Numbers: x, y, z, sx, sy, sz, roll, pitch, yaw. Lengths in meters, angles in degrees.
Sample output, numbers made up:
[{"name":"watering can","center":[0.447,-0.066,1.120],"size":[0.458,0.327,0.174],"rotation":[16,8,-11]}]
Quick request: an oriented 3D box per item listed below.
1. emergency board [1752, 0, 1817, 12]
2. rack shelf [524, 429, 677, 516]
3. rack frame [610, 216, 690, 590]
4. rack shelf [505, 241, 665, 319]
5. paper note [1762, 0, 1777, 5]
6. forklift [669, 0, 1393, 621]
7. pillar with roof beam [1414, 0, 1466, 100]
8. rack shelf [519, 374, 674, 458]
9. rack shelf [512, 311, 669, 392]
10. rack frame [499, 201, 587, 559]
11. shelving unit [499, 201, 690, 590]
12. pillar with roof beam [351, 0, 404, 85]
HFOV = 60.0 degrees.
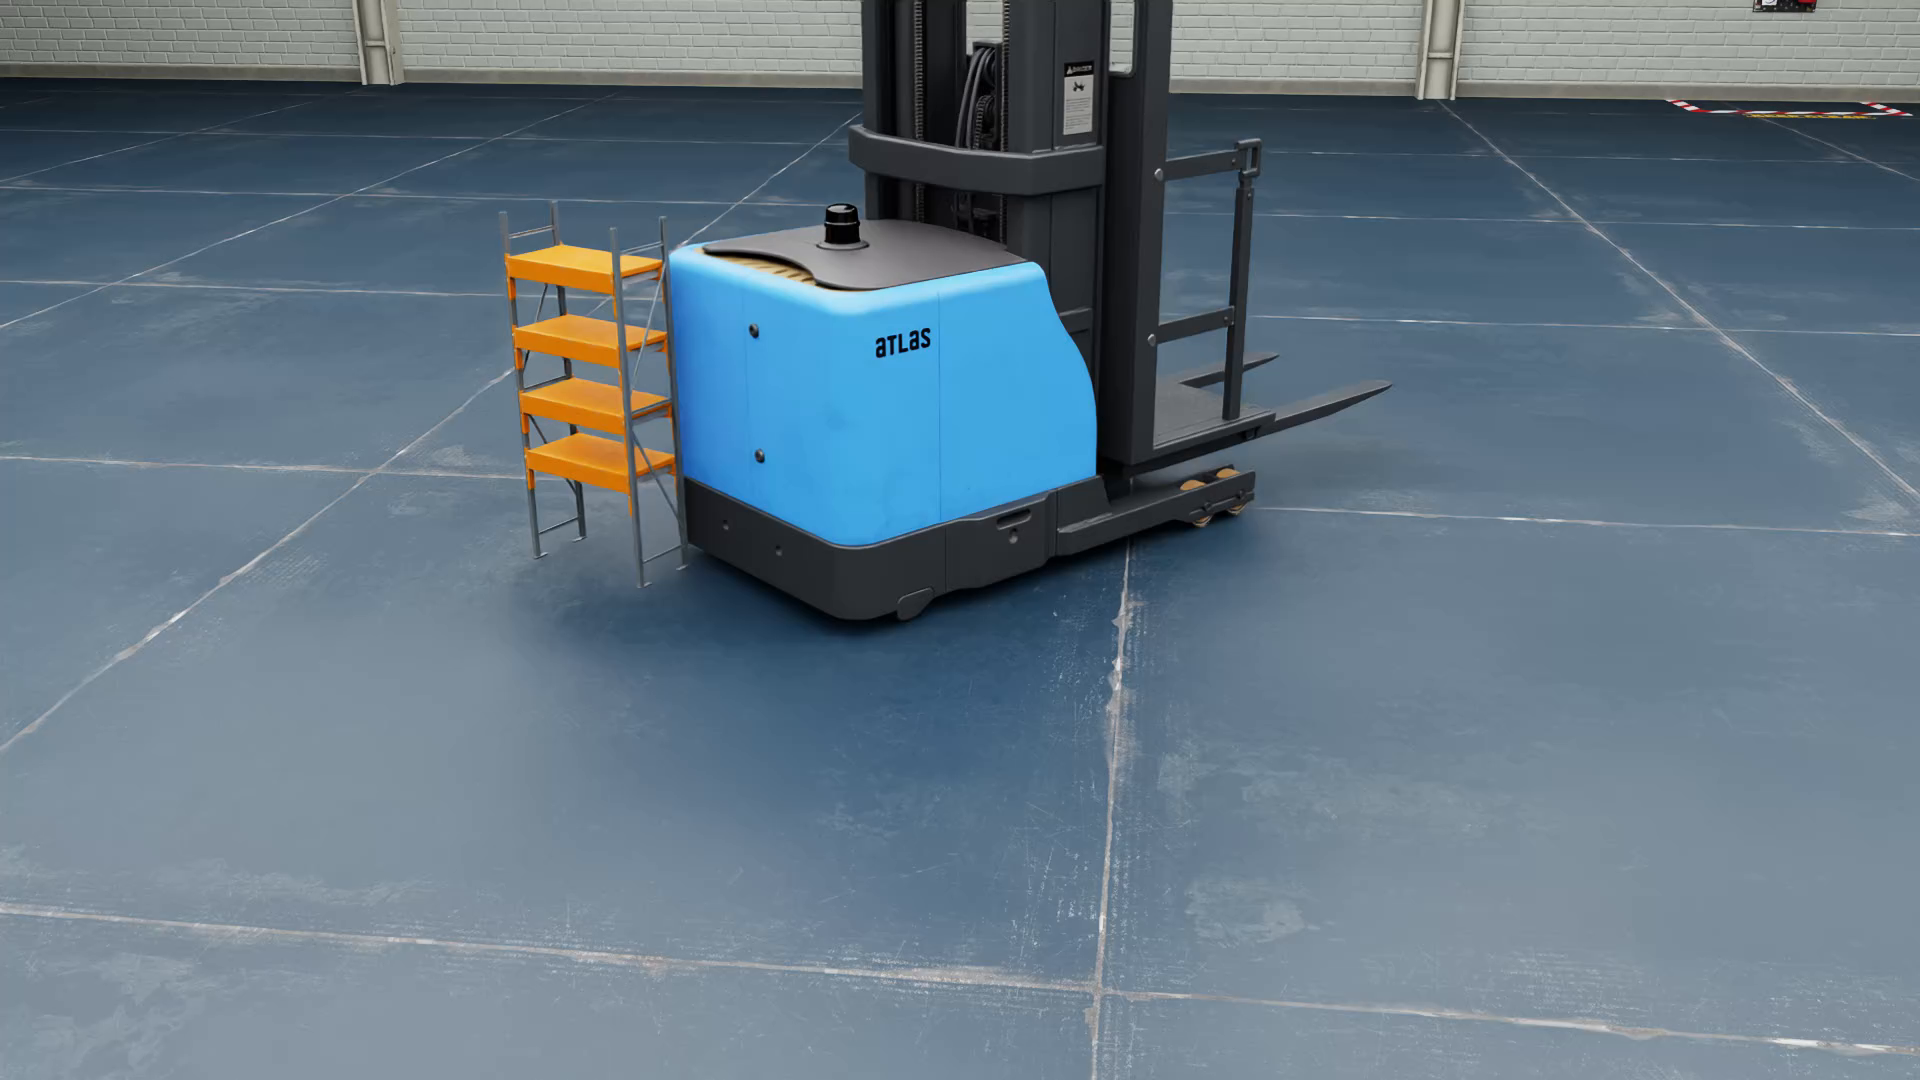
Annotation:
[{"name":"emergency board","center":[8.685,-6.080,17.240],"size":[0.643,1.169,0.194],"rotation":[2,22,6]},{"name":"rack shelf","center":[-1.204,-0.232,5.619],"size":[0.480,0.148,0.258],"rotation":[14,25,31]},{"name":"rack frame","center":[-1.000,-0.430,5.397],"size":[0.015,1.200,0.240],"rotation":[14,25,31]},{"name":"rack shelf","center":[-1.204,-0.845,5.377],"size":[0.480,0.148,0.258],"rotation":[14,25,31]},{"name":"paper note","center":[8.518,-5.704,17.485],"size":[0.142,0.148,0.016],"rotation":[2,22,6]},{"name":"forklift","center":[0.466,-1.543,5.857],"size":[3.031,2.935,1.130],"rotation":[-18,28,-38]},{"name":"pillar with roof beam","center":[4.670,-7.437,12.512],"size":[0.400,9.000,9.100],"rotation":[2,22,6]},{"name":"rack shelf","center":[-1.204,-0.417,5.546],"size":[0.480,0.148,0.258],"rotation":[14,25,31]},{"name":"rack shelf","center":[-1.204,-0.625,5.464],"size":[0.480,0.148,0.258],"rotation":[14,25,31]},{"name":"rack frame","center":[-1.408,-0.529,5.646],"size":[0.015,1.200,0.240],"rotation":[14,25,31]},{"name":"shelving unit","center":[-1.204,-0.480,5.521],"size":[0.503,1.200,0.258],"rotation":[14,25,31]},{"name":"pillar with roof beam","center":[-7.247,-7.956,13.825],"size":[0.400,9.000,9.100],"rotation":[2,22,6]}]
